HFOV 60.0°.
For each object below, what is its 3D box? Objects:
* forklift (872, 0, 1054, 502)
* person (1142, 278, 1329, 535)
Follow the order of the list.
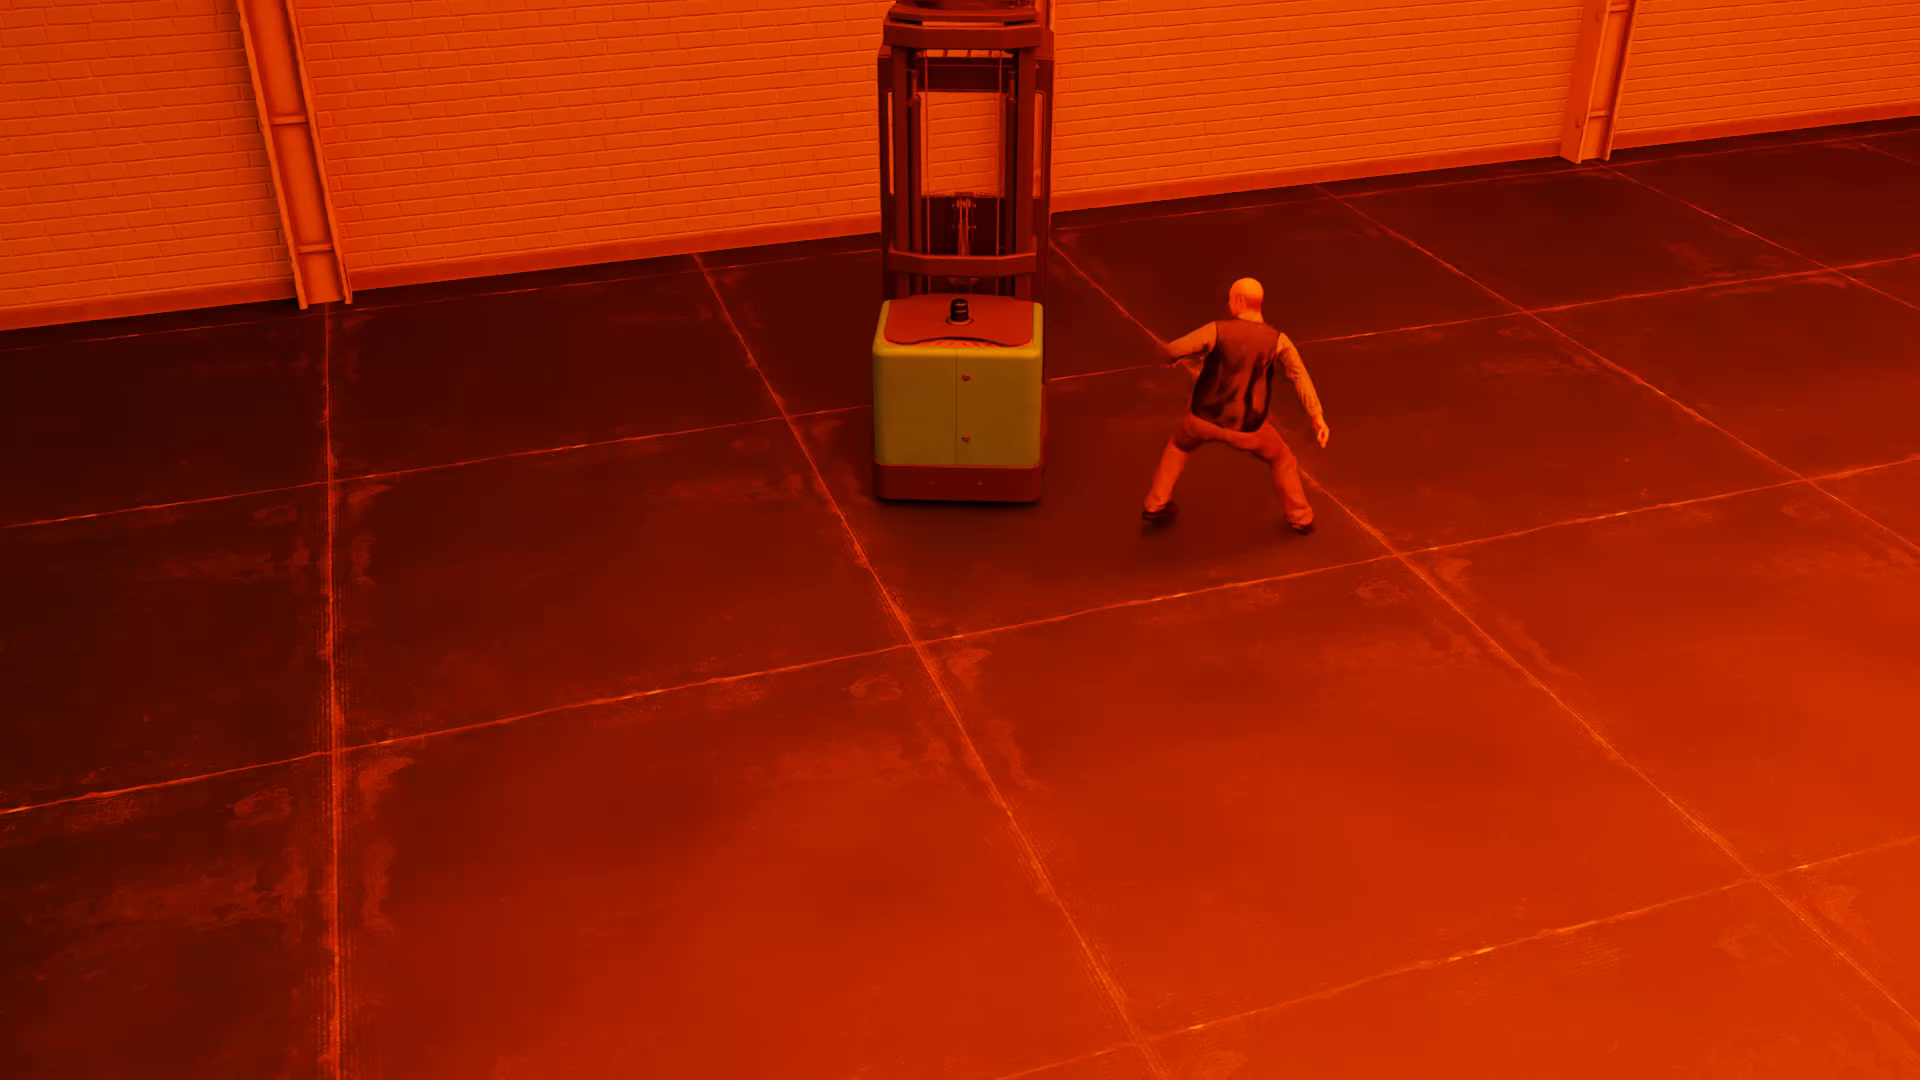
[{"bbox_3d":[0.046,-2.205,10.920,1.130,2.935,3.031,1,30,2],"label":"forklift"},{"bbox_3d":[1.660,-0.698,9.790,1.068,1.679,0.564,11,32,18],"label":"person"}]
